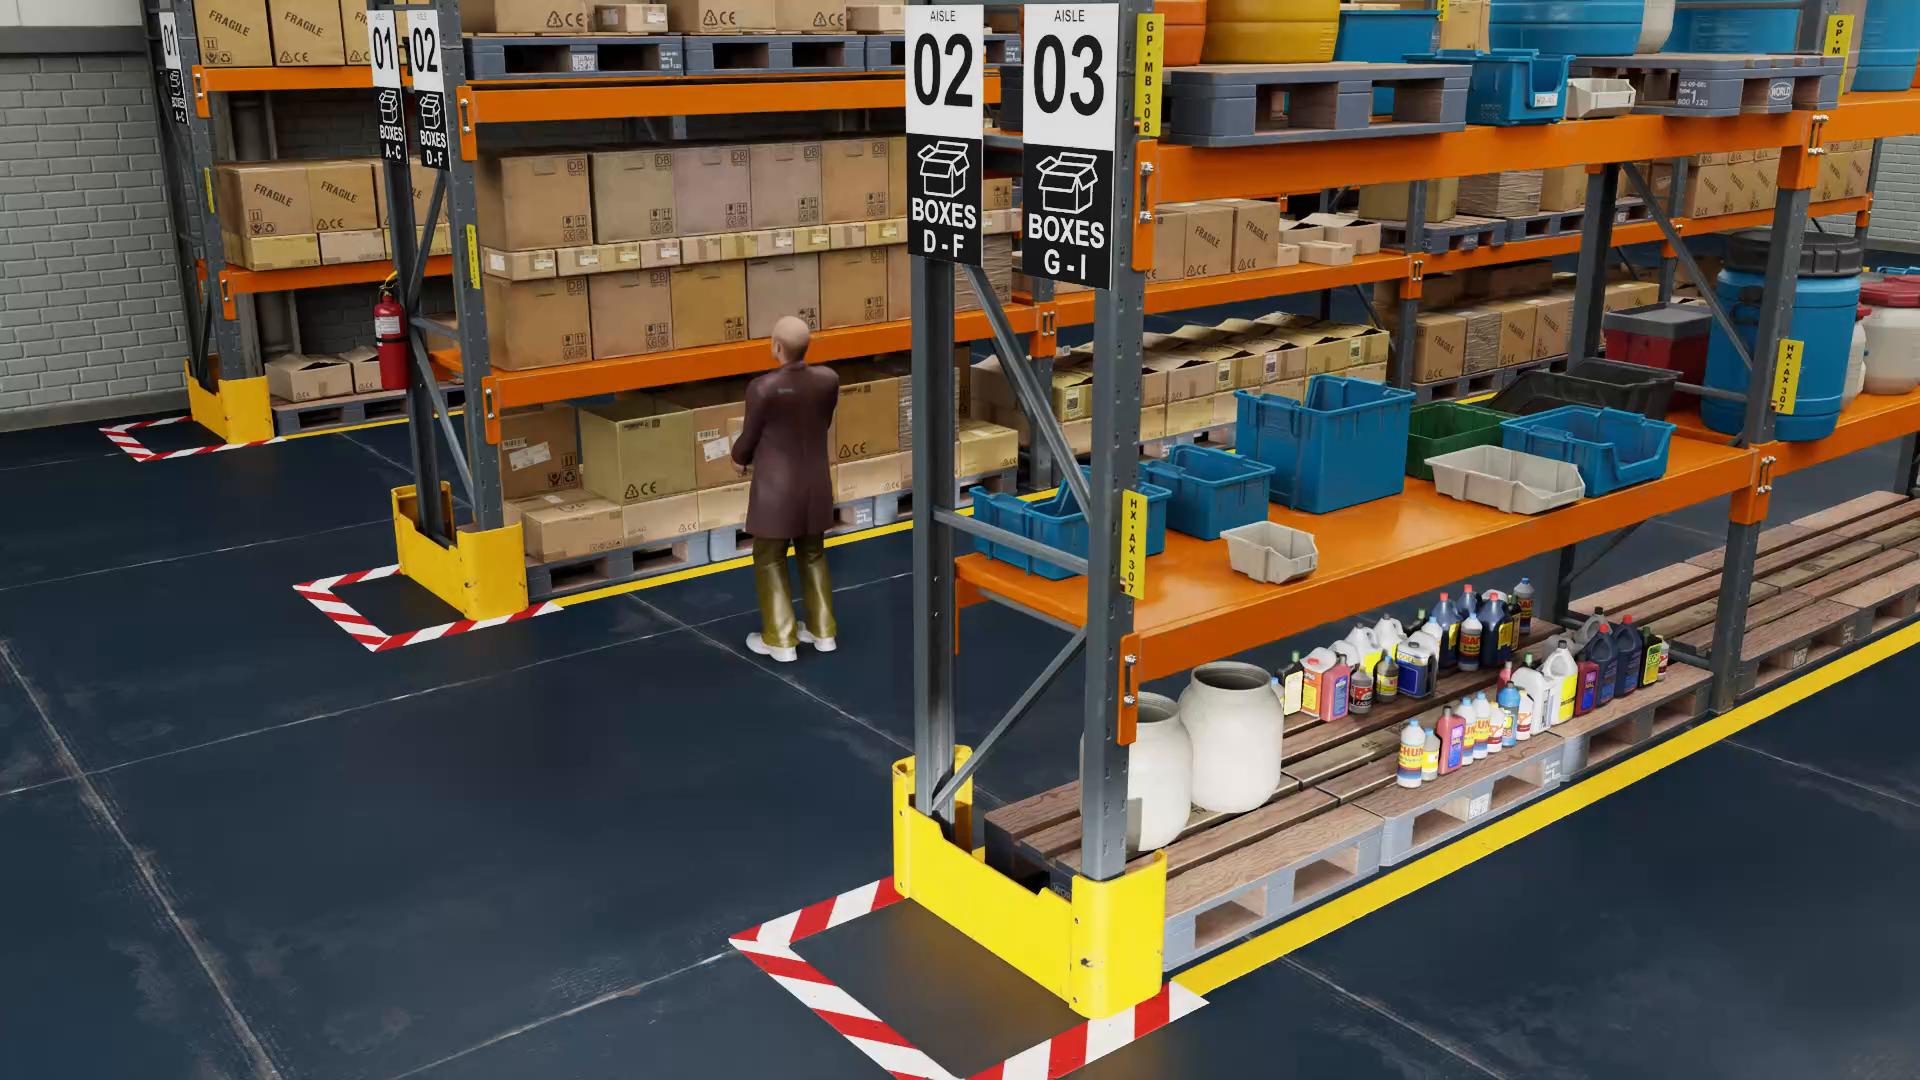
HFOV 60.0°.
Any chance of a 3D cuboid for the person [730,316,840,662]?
[{"bbox_3d":[-0.917,-0.288,8.501,0.530,1.769,0.554,-13,22,-36],"label":"person"}]
